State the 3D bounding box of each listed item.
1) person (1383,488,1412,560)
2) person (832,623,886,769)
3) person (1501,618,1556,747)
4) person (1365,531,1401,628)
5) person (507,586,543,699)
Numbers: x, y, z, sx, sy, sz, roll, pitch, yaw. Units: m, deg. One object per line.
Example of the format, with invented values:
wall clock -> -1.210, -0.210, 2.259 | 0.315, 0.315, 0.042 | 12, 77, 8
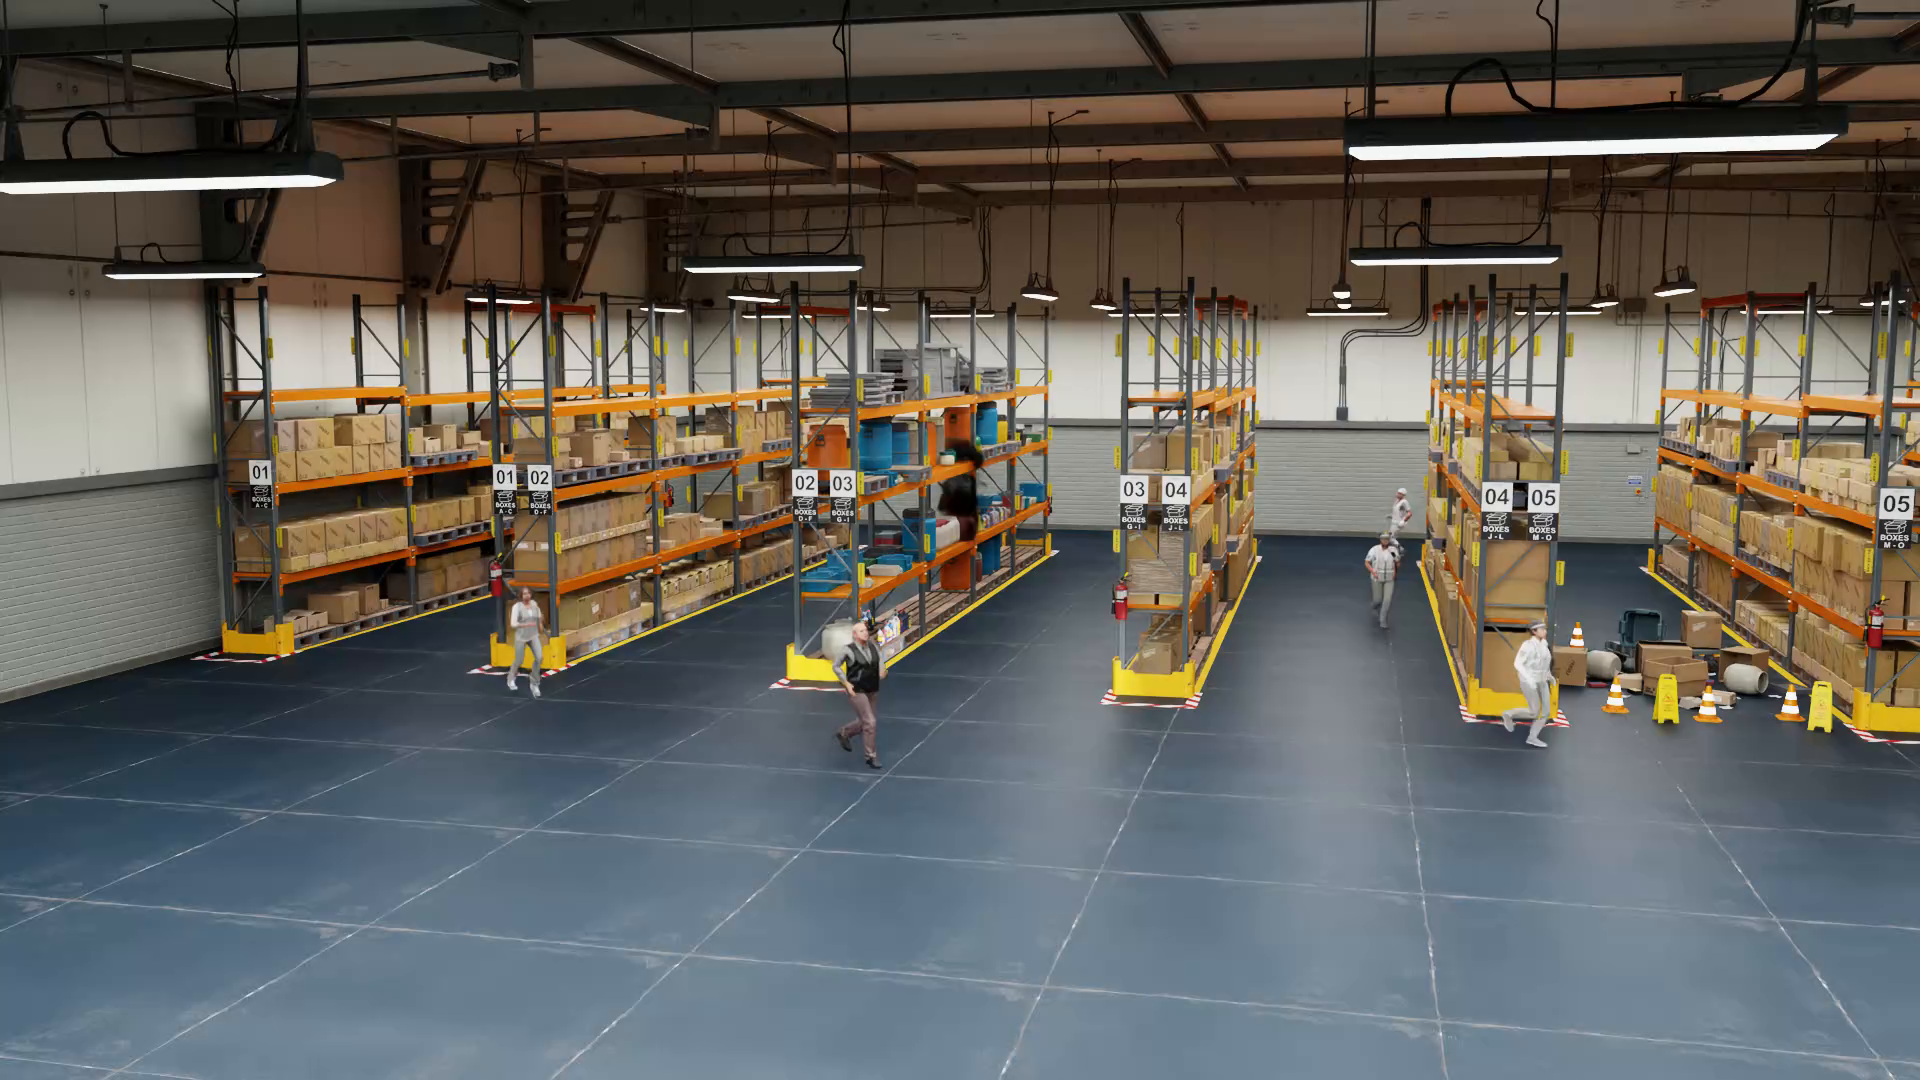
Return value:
person -> 10.319, -0.373, 39.336 | 0.515, 1.726, 0.734 | -1, 7, -5
person -> -1.197, 1.853, 20.125 | 0.653, 1.729, 0.850 | -6, 9, -44
person -> 7.215, 1.777, 21.079 | 0.606, 1.647, 0.597 | -4, 8, -34
person -> 7.646, 0.687, 30.039 | 0.654, 1.742, 0.753 | 0, 7, 3
person -> -6.258, 1.458, 24.018 | 0.546, 1.625, 0.831 | -5, 8, -37
